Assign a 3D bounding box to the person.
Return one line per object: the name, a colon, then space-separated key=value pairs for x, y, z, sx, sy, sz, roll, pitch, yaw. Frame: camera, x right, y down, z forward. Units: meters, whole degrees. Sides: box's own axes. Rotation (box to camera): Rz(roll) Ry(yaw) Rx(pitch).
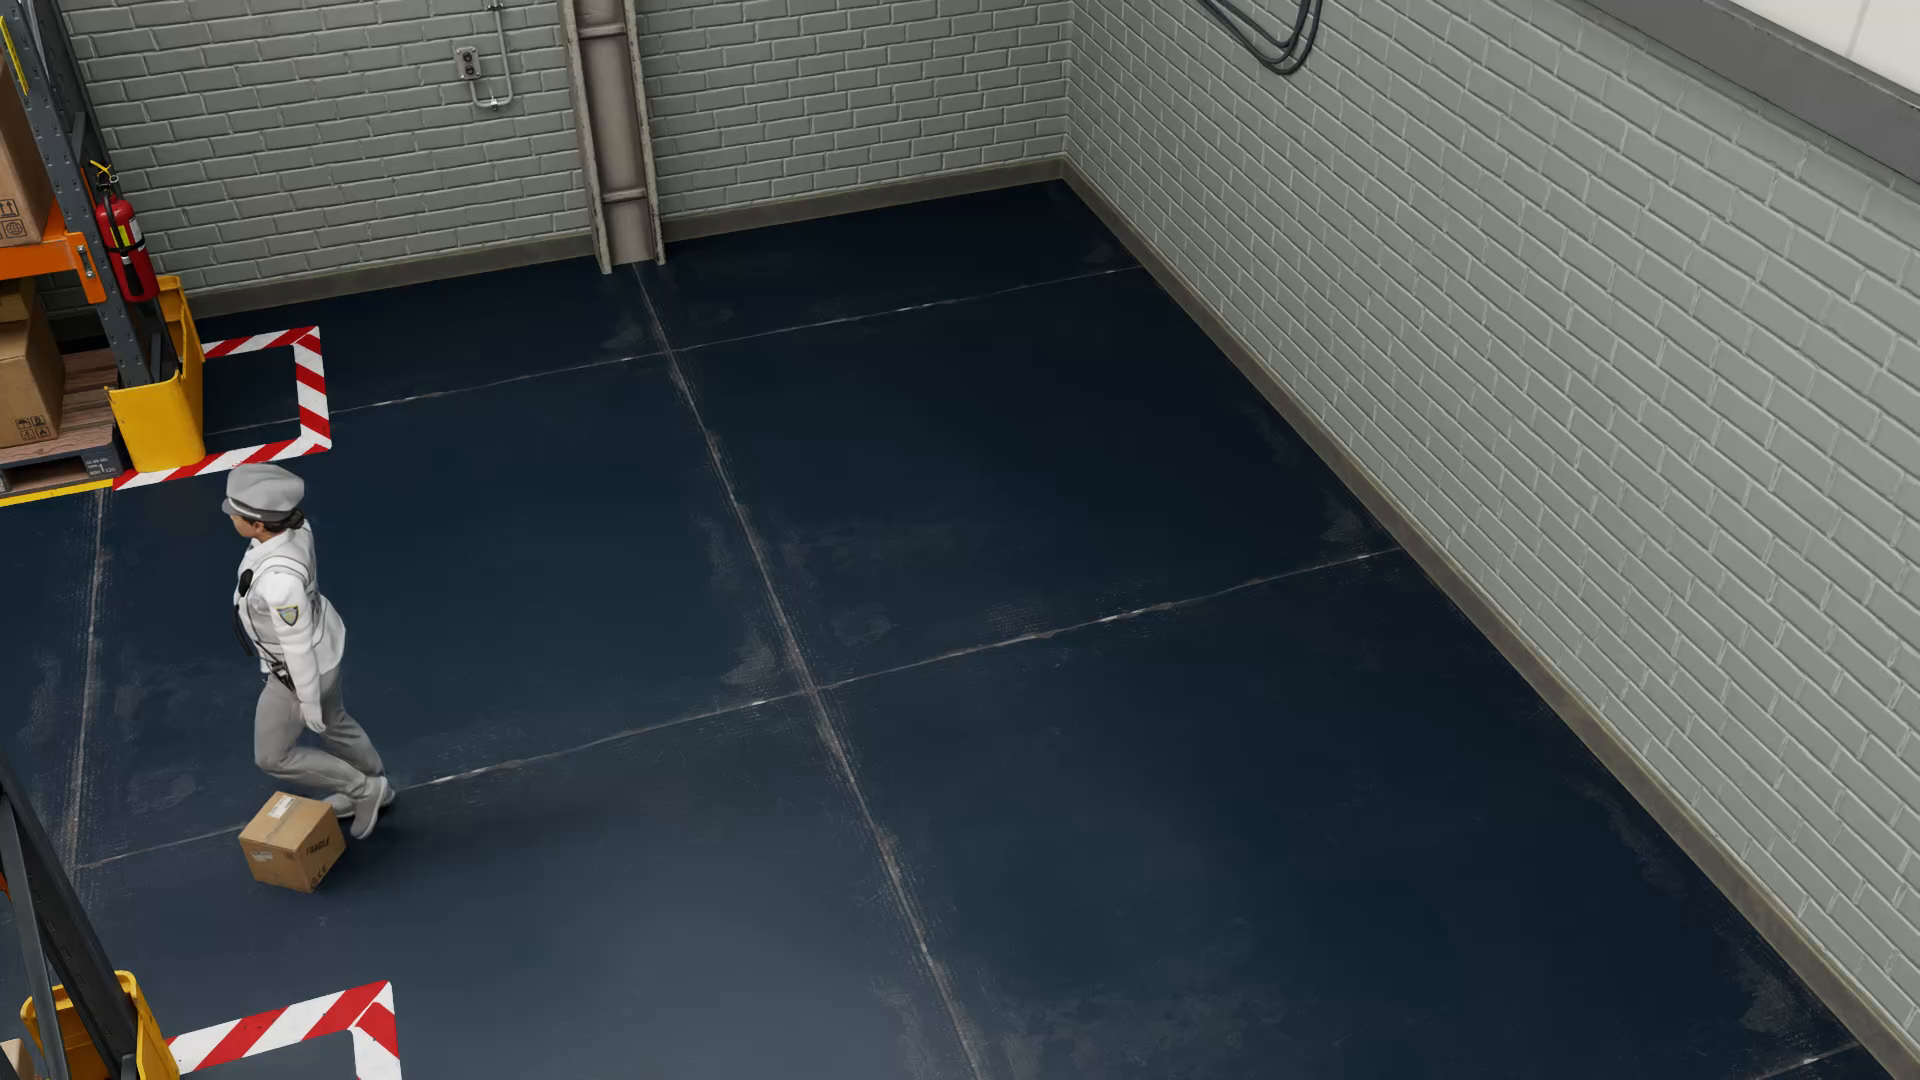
person: x=-2.455 y=0.445 z=6.146 sx=0.417 sy=1.689 sz=0.516 roll=-7 pitch=39 yaw=-9
